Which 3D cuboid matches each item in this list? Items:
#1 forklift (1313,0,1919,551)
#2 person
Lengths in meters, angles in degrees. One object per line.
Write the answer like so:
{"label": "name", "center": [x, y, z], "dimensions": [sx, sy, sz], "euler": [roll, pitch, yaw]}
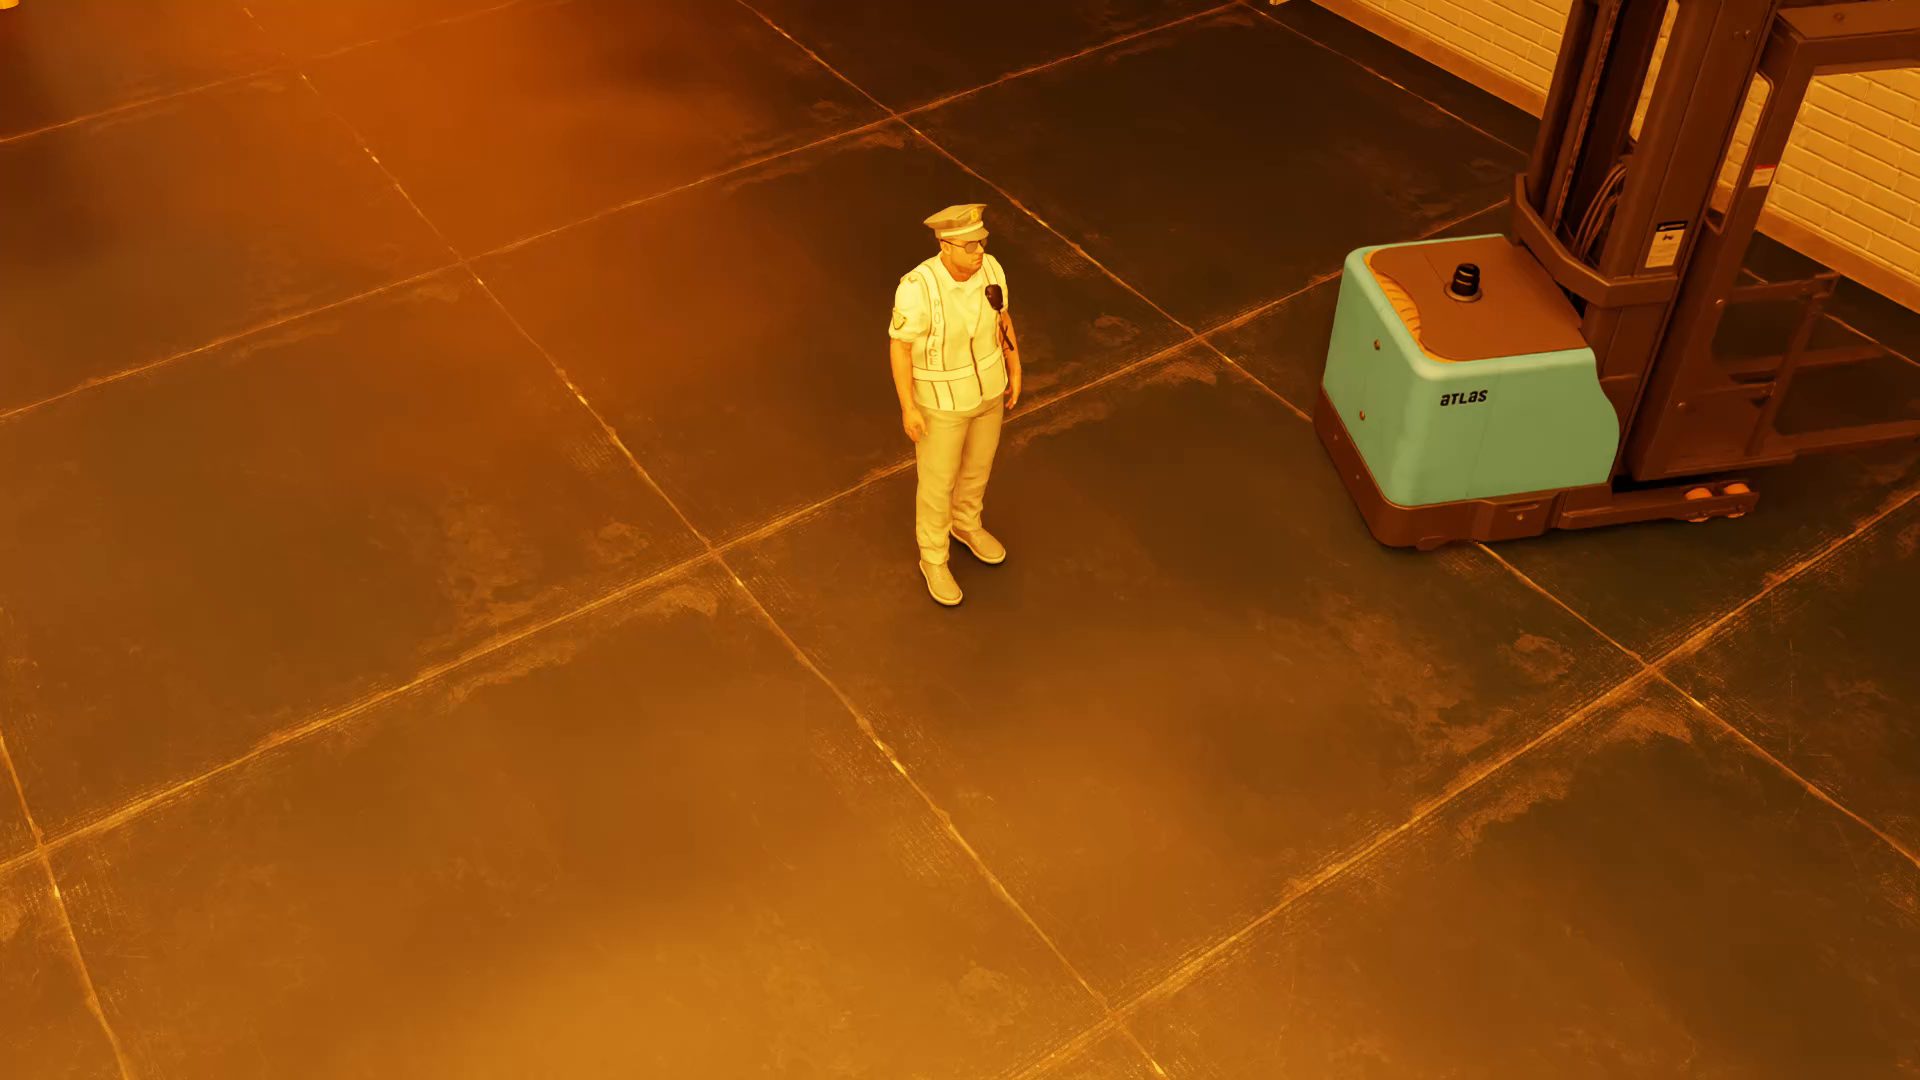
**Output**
{"label": "forklift", "center": [3.353, -1.511, 7.355], "dimensions": [3.031, 2.935, 1.130], "euler": [-7, 43, -7]}
{"label": "person", "center": [0.035, -0.613, 7.217], "dimensions": [0.641, 1.781, 0.574], "euler": [-25, 48, -25]}
